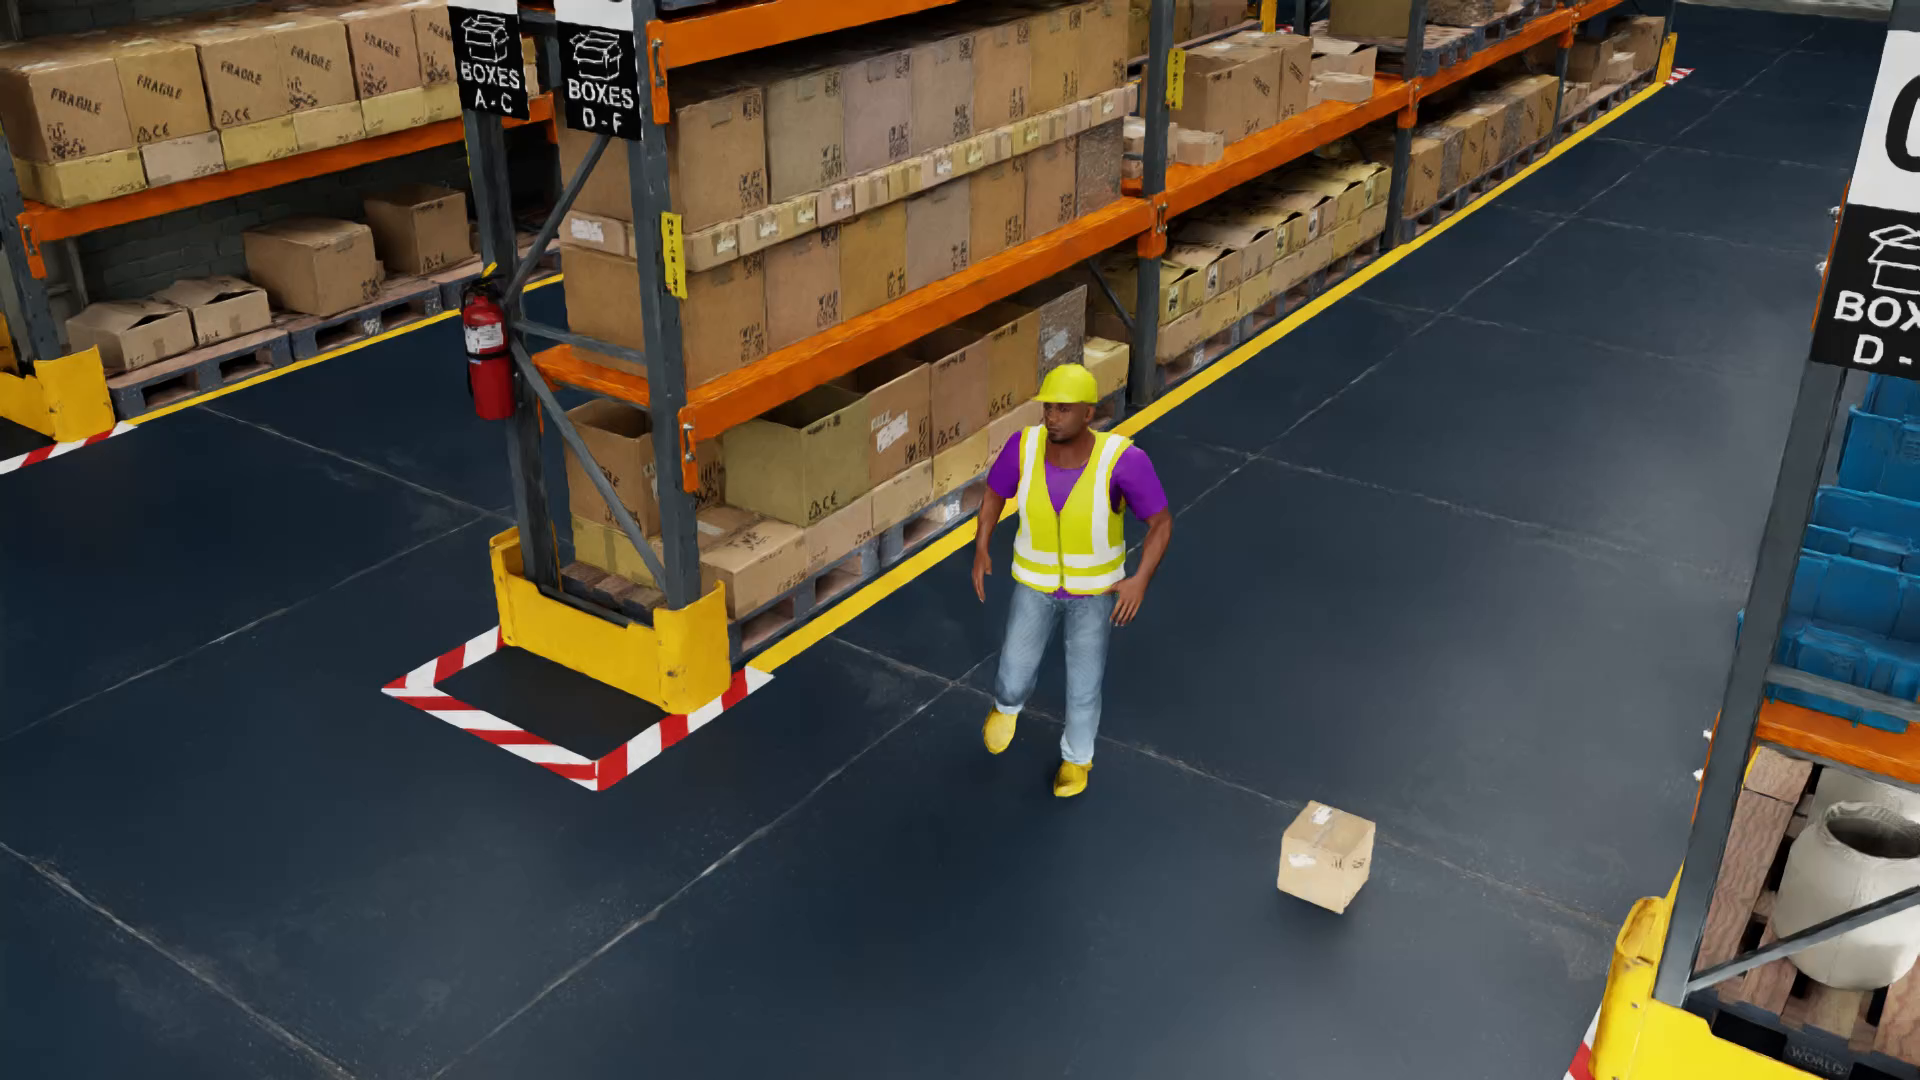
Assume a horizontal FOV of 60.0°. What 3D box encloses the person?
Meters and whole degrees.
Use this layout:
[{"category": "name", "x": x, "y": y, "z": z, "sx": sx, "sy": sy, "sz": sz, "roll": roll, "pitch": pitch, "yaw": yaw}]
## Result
[{"category": "person", "x": 0.408, "y": 0.175, "z": 6.280, "sx": 0.749, "sy": 1.729, "sz": 0.507, "roll": 5, "pitch": 27, "yaw": 10}]
